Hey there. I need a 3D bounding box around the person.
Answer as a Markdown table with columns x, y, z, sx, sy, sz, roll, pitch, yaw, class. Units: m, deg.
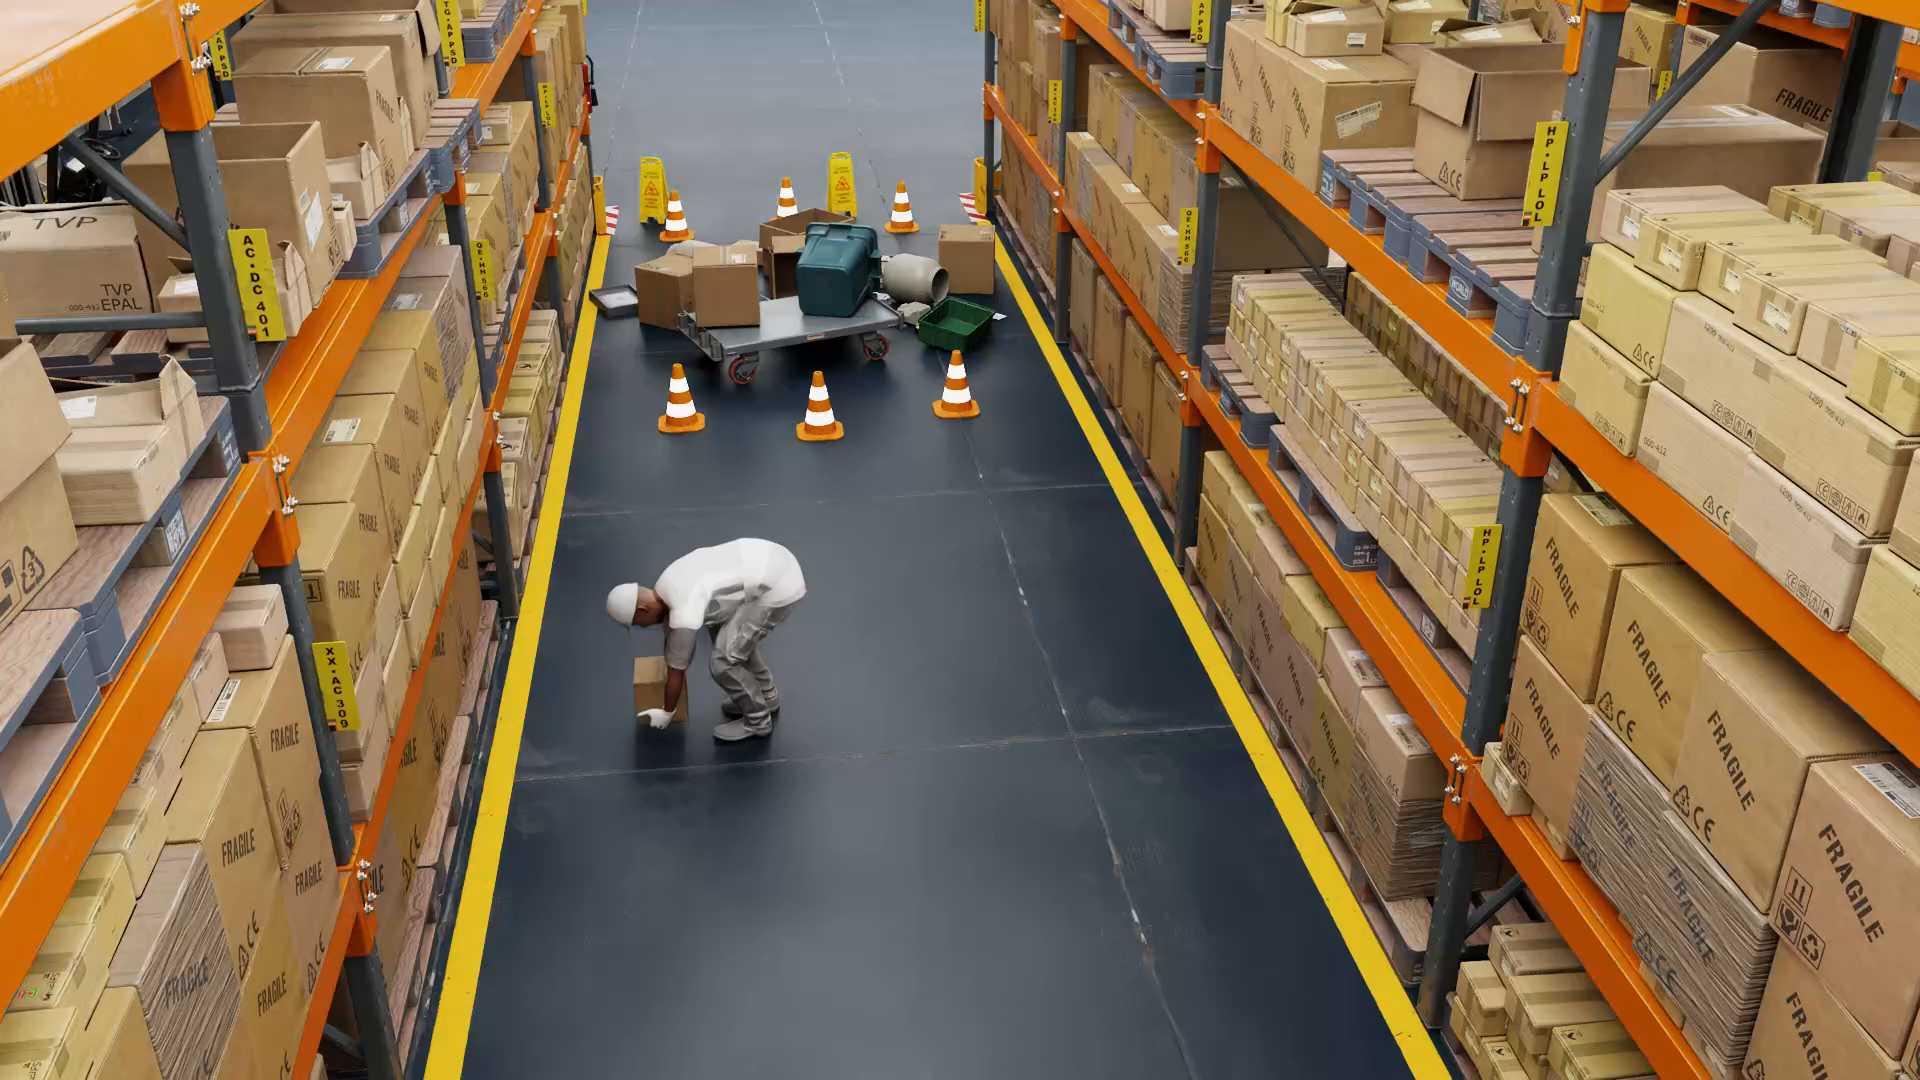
| x | y | z | sx | sy | sz | roll | pitch | yaw | class |
| --- | --- | --- | --- | --- | --- | --- | --- | --- | --- |
| -1.267 | 0.511 | 8.418 | 0.984 | 1.027 | 0.517 | -5 | 27 | -10 | person |
